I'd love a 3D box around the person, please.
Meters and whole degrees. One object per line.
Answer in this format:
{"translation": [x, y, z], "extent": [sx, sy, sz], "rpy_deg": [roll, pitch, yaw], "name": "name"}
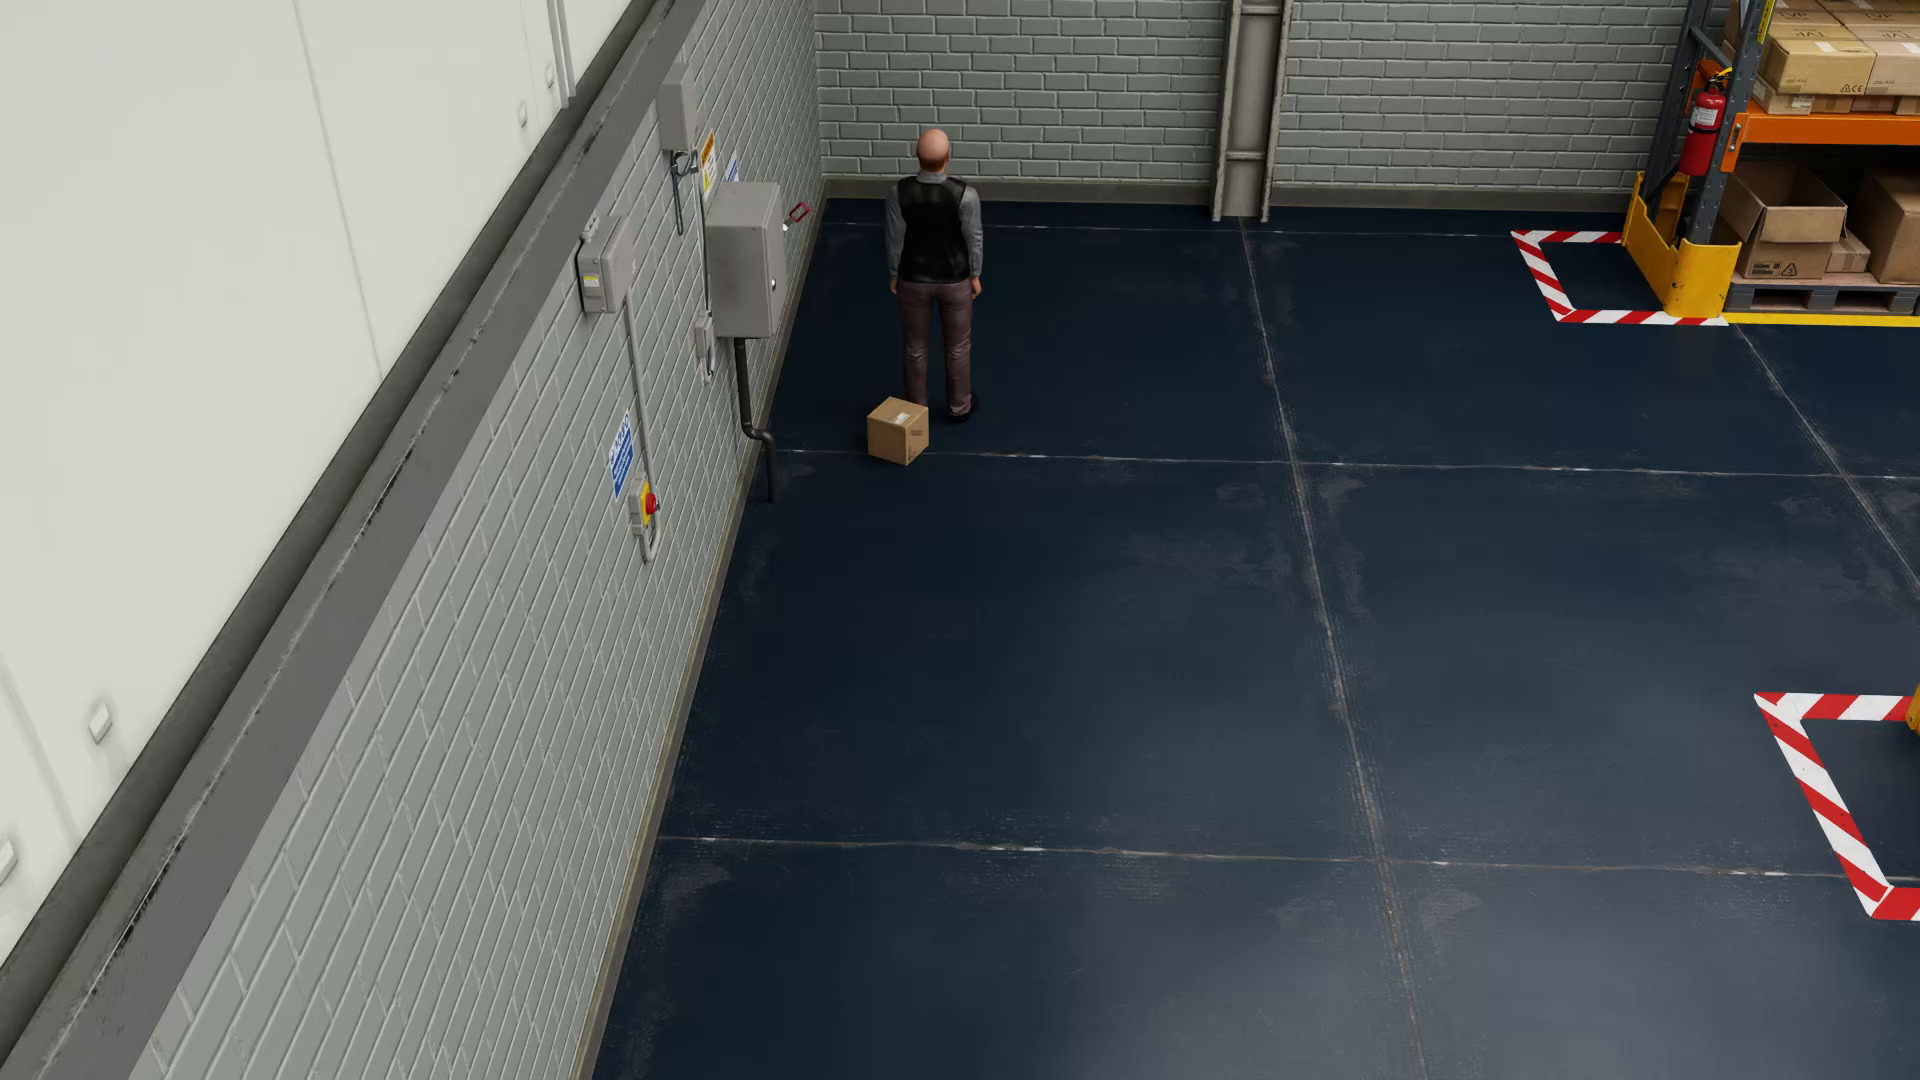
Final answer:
{"translation": [-0.137, -1.441, 9.161], "extent": [0.530, 1.725, 0.358], "rpy_deg": [3, 36, 4], "name": "person"}
